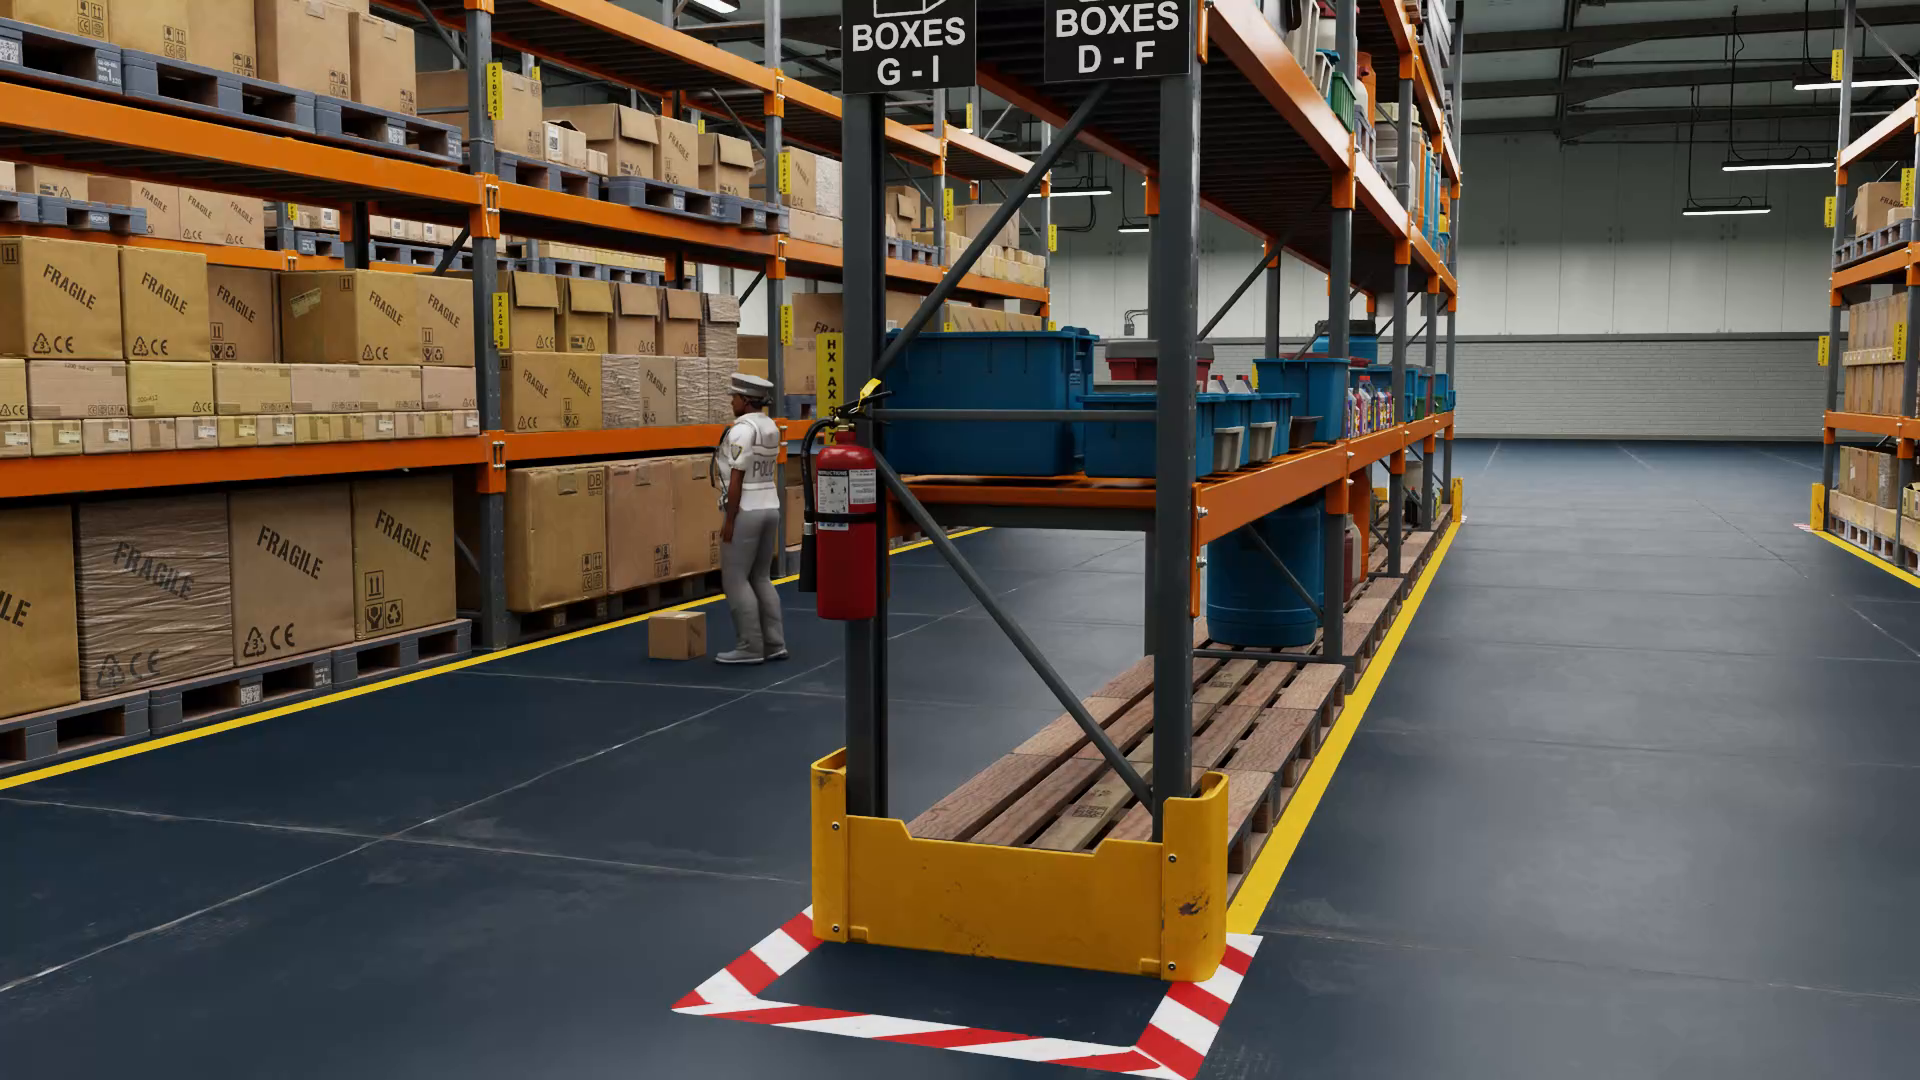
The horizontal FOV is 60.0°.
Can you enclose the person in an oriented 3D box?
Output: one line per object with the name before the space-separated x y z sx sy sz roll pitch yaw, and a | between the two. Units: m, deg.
person | -1.225 -0.108 9.579 0.343 1.713 0.436 2 6 20
